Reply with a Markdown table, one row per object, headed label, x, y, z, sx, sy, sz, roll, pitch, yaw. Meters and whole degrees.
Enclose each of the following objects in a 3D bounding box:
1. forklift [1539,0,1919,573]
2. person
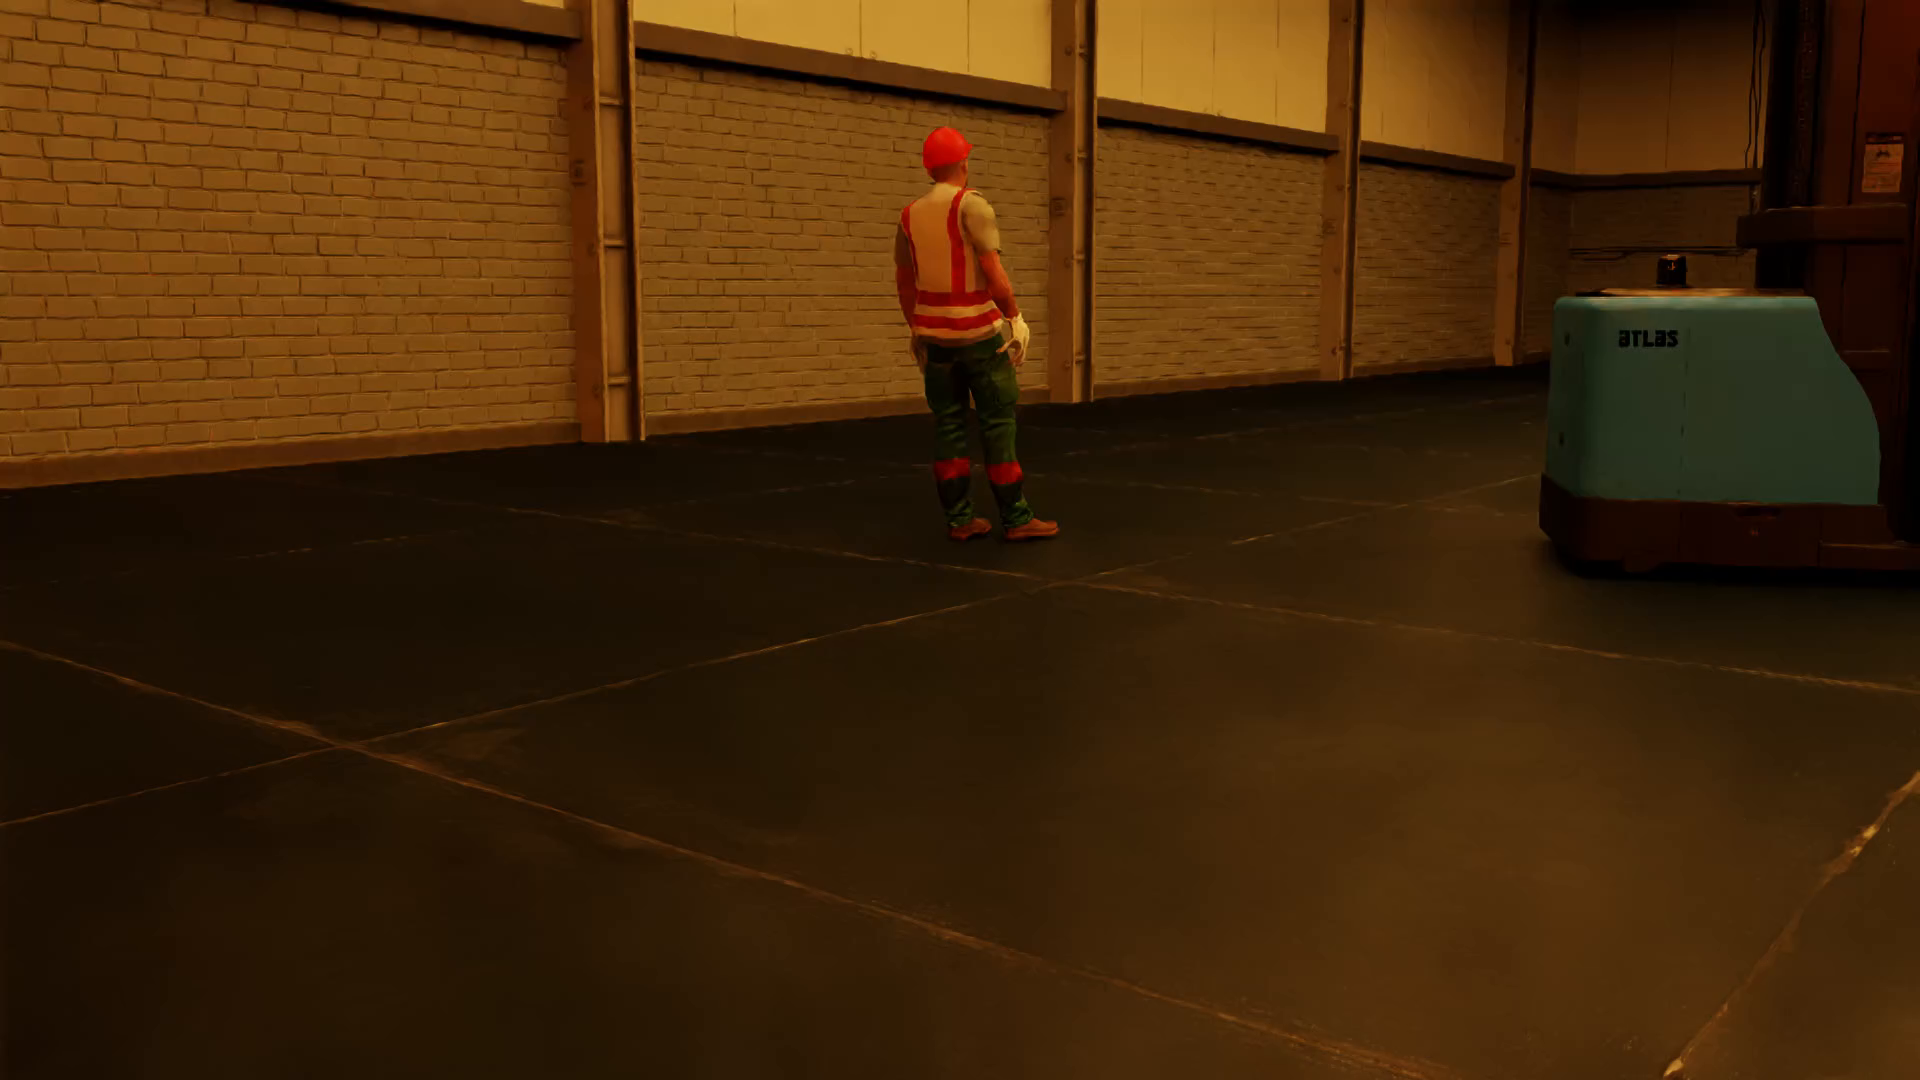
| label | x | y | z | sx | sy | sz | roll | pitch | yaw |
| --- | --- | --- | --- | --- | --- | --- | --- | --- | --- |
| forklift | 3.941 | -1.333 | 6.390 | 3.031 | 2.935 | 1.130 | 2 | 8 | 12 |
| person | 0.059 | -0.900 | 7.329 | 0.637 | 1.787 | 0.563 | 7 | 11 | 38 |
